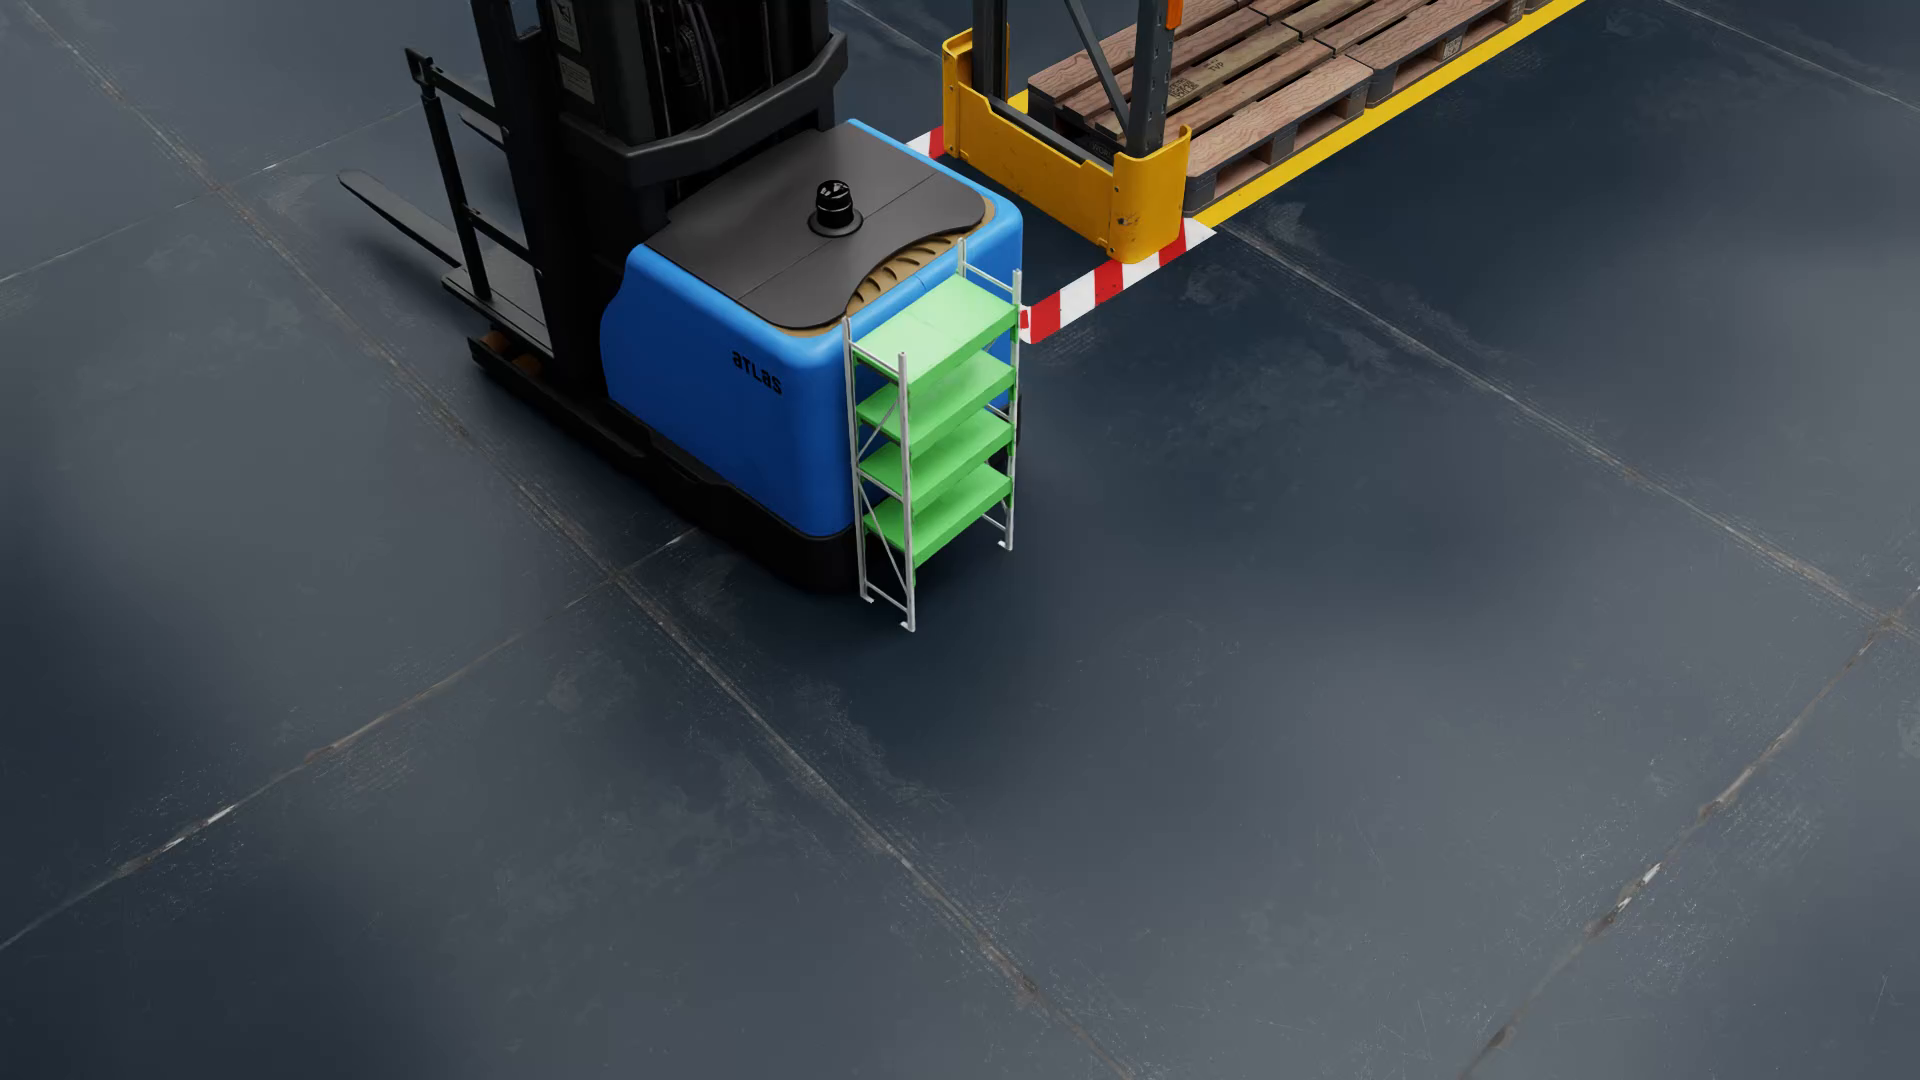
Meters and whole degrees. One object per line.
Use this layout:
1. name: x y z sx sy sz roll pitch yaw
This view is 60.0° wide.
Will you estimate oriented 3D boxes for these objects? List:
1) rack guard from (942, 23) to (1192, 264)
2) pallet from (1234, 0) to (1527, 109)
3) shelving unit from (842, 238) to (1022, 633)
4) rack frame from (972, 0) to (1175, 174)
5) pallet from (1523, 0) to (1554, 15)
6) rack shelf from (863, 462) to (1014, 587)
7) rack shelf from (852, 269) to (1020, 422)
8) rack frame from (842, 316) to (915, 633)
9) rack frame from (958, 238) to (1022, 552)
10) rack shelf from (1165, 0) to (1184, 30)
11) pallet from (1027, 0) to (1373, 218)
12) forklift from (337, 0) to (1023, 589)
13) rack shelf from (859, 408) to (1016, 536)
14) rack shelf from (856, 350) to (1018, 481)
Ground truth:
1. rack guard: 0.420 -1.677 6.958 0.348 0.500 1.175 -34 56 -27
2. pallet: 1.968 -2.585 7.992 1.213 0.211 1.003 -34 56 -27
3. shelving unit: -0.078 -0.297 5.207 0.258 1.200 0.503 34 56 27
4. rack frame: 0.429 -2.544 6.056 0.127 3.000 1.000 -34 56 -27
5. pallet: 2.871 -3.191 8.551 1.213 0.211 1.003 -34 56 -27
6. rack shelf: -0.078 -0.091 5.431 0.258 0.148 0.480 34 56 27
7. rack shelf: -0.077 -0.579 4.901 0.258 0.148 0.480 34 56 27
8. rack frame: -0.241 -0.164 5.084 0.240 1.200 0.015 34 56 27
9. rack frame: 0.086 -0.430 5.330 0.240 1.200 0.015 34 56 27
10. rack shelf: 1.909 -3.289 7.233 4.000 0.370 1.077 -34 56 -27
11. pallet: 1.065 -1.985 7.438 1.213 0.211 1.003 -34 56 -27
12. forklift: -1.215 -1.782 5.400 3.031 2.935 1.130 34 56 27
13. rack shelf: -0.078 -0.253 5.254 0.258 0.148 0.480 34 56 27
14. rack shelf: -0.077 -0.416 5.078 0.258 0.148 0.480 34 56 27
